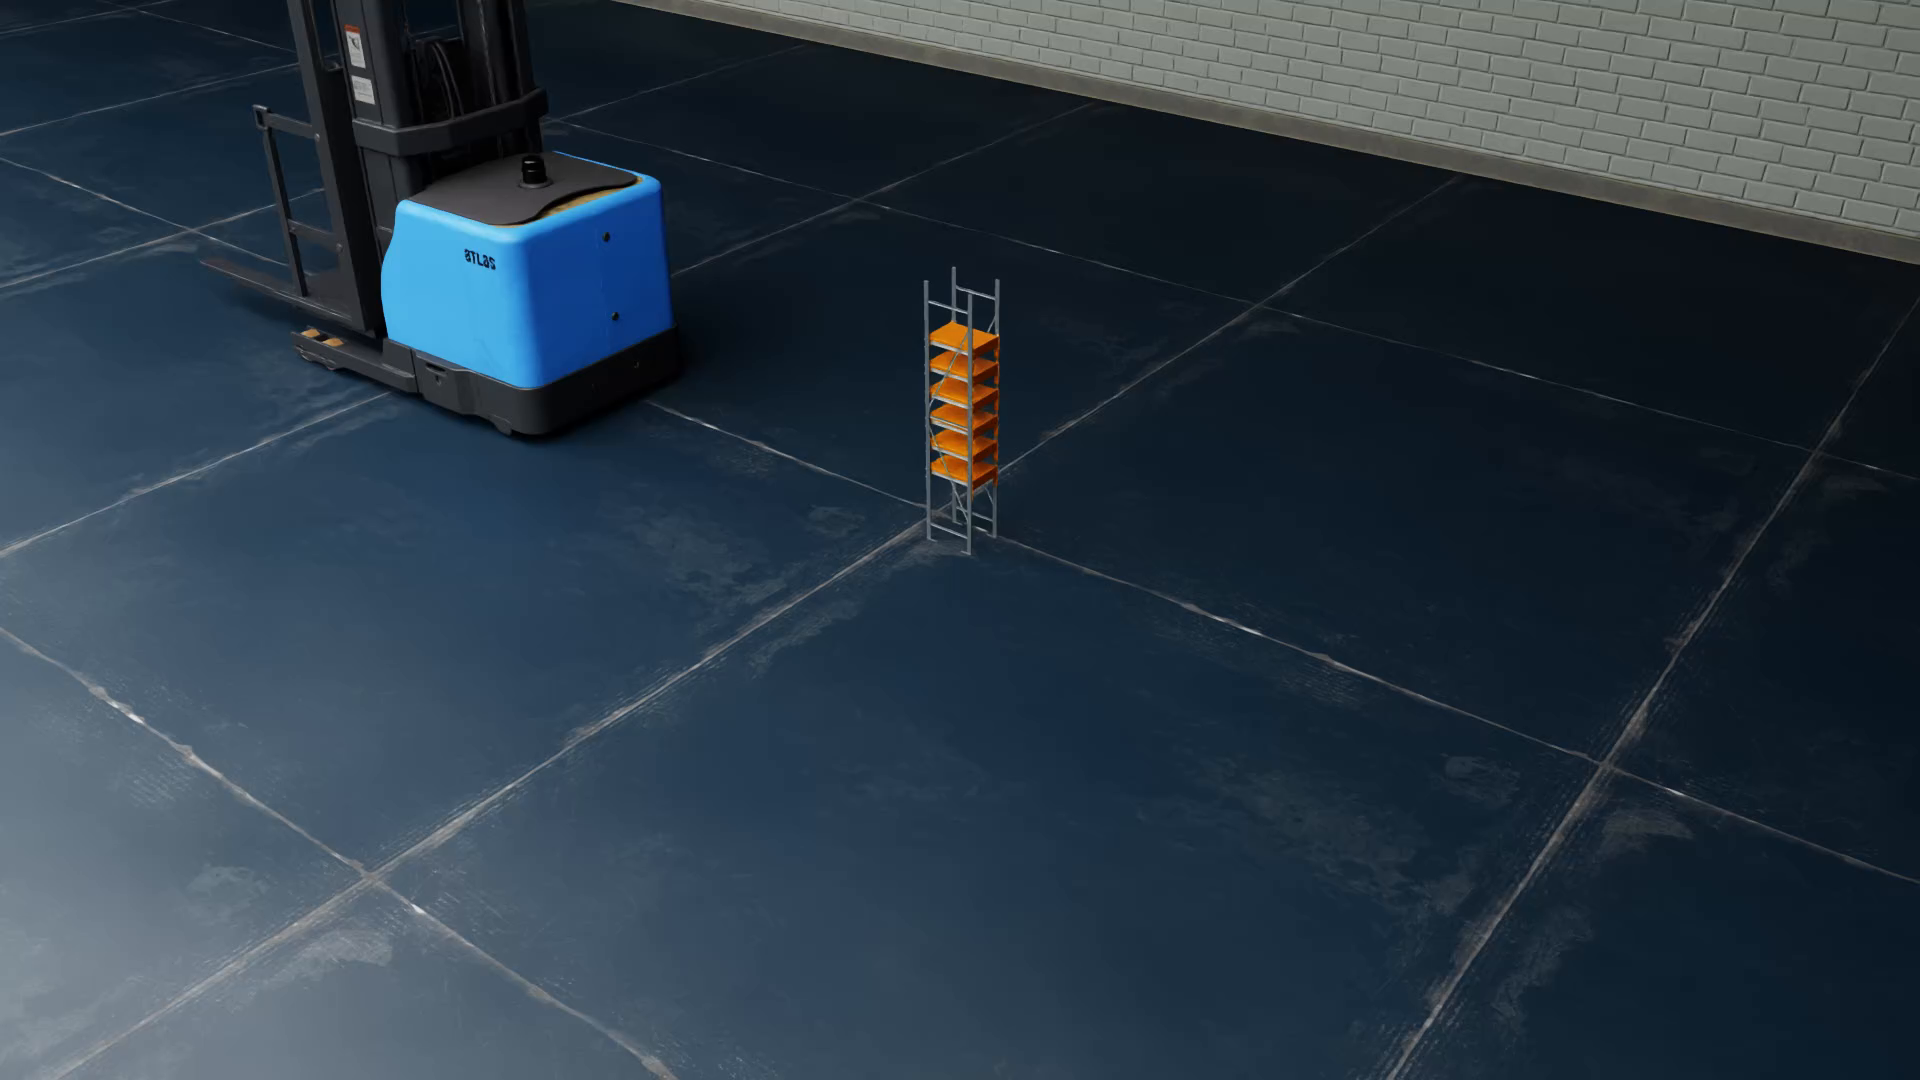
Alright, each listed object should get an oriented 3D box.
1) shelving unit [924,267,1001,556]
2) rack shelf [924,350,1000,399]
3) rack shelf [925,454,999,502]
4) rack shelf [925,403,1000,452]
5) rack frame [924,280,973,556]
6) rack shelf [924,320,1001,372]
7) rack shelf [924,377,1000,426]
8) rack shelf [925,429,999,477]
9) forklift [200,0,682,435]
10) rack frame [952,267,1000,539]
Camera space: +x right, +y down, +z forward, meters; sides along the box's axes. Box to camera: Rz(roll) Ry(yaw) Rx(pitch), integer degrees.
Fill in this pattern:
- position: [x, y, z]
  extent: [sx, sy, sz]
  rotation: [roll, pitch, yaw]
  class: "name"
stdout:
- position: [0.009, -0.522, 6.954]
  extent: [0.258, 1.200, 0.189]
  rotation: [21, 37, 31]
  class: "shelving unit"
- position: [0.009, -0.690, 6.854]
  extent: [0.258, 0.103, 0.180]
  rotation: [21, 37, 31]
  class: "rack shelf"
- position: [0.009, -0.277, 7.099]
  extent: [0.258, 0.103, 0.180]
  rotation: [21, 37, 31]
  class: "rack shelf"
- position: [0.009, -0.484, 6.977]
  extent: [0.258, 0.103, 0.180]
  rotation: [21, 37, 31]
  class: "rack shelf"
- position: [-0.047, -0.485, 6.891]
  extent: [0.240, 1.200, 0.006]
  rotation: [21, 37, 31]
  class: "rack frame"
- position: [0.009, -0.794, 6.793]
  extent: [0.258, 0.103, 0.180]
  rotation: [21, 37, 31]
  class: "rack shelf"
- position: [0.009, -0.587, 6.916]
  extent: [0.258, 0.103, 0.180]
  rotation: [21, 37, 31]
  class: "rack shelf"
- position: [0.009, -0.381, 7.038]
  extent: [0.258, 0.103, 0.180]
  rotation: [21, 37, 31]
  class: "rack shelf"
- position: [-2.933, -2.352, 8.343]
  extent: [3.031, 2.935, 1.130]
  rotation: [20, 36, 30]
  class: "forklift"
- position: [0.064, -0.559, 7.017]
  extent: [0.240, 1.200, 0.006]
  rotation: [21, 37, 31]
  class: "rack frame"
